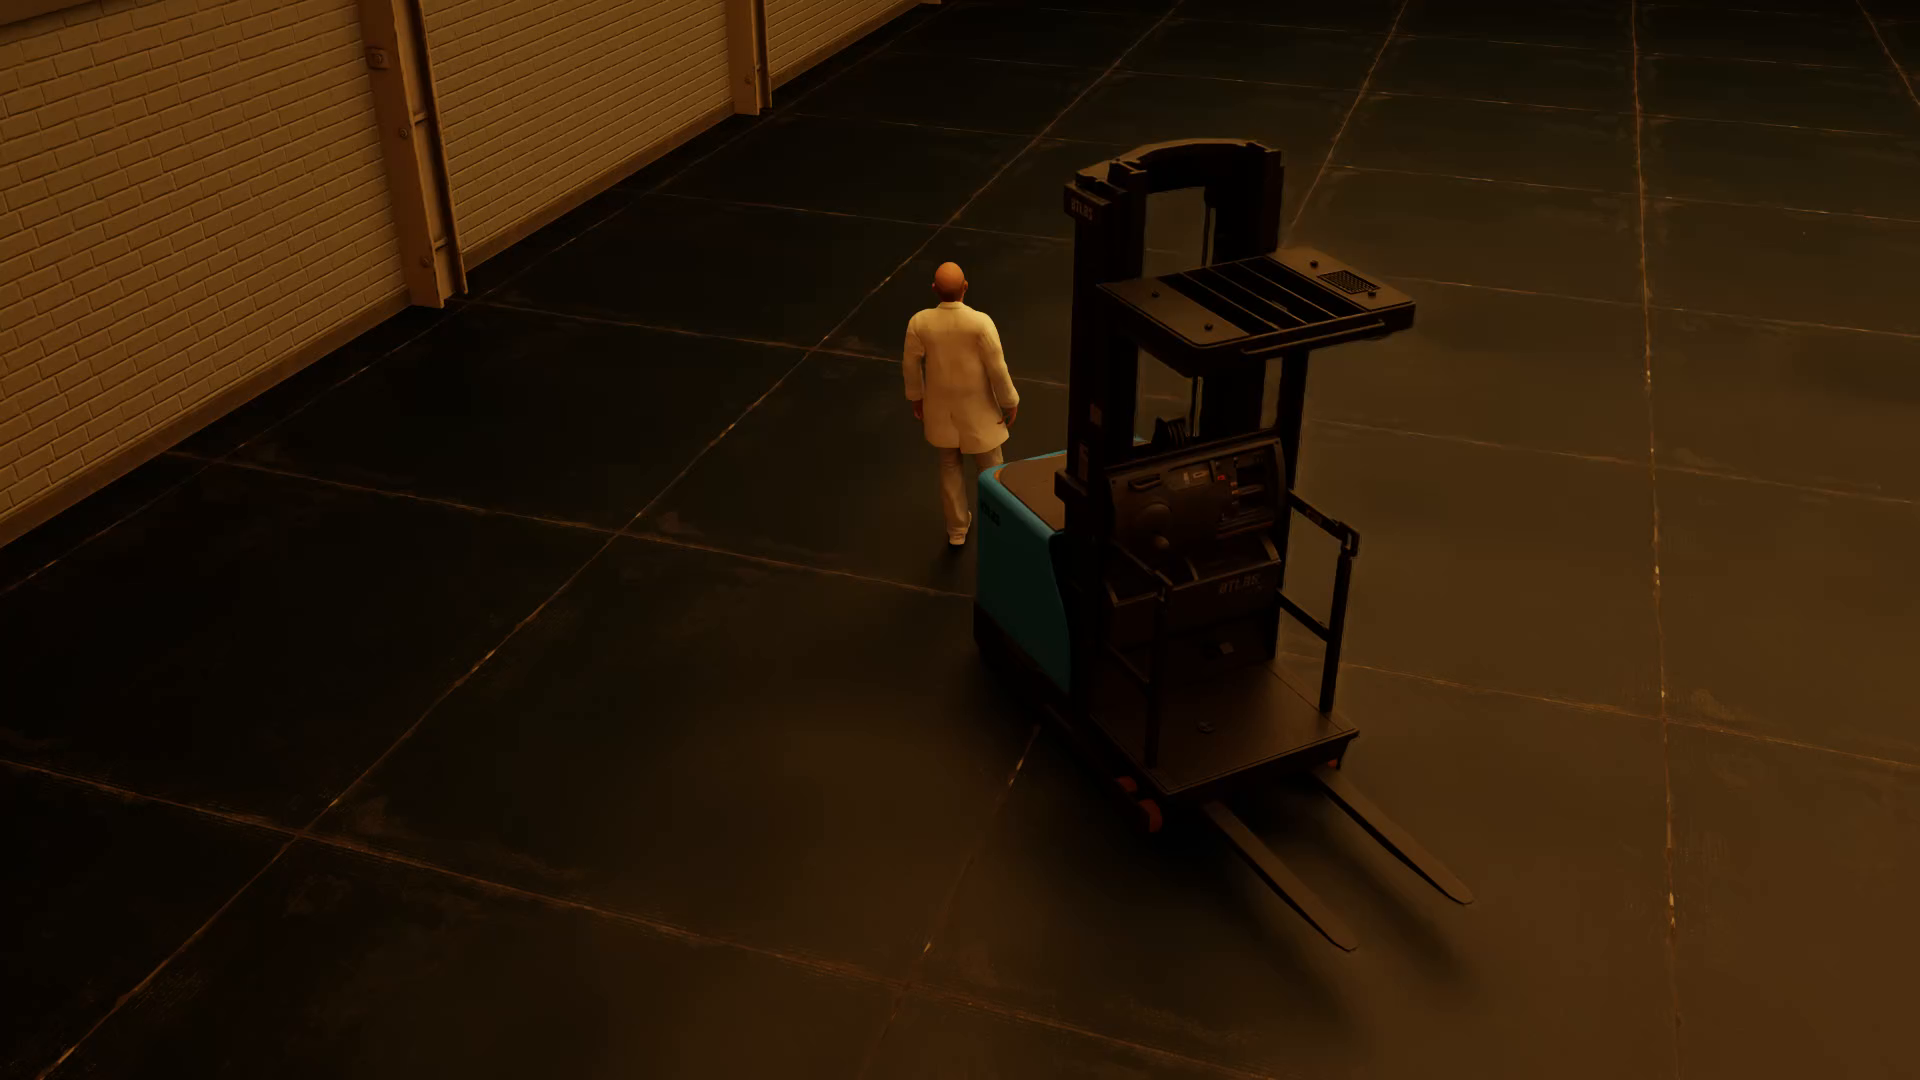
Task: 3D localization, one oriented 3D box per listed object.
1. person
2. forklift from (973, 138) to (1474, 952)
[{"bbox_3d":[0.034,-0.820,9.725,0.694,1.775,0.581,10,31,16],"label":"person"},{"bbox_3d":[1.186,-0.160,7.417,1.130,2.935,3.031,-14,33,-23],"label":"forklift"}]
